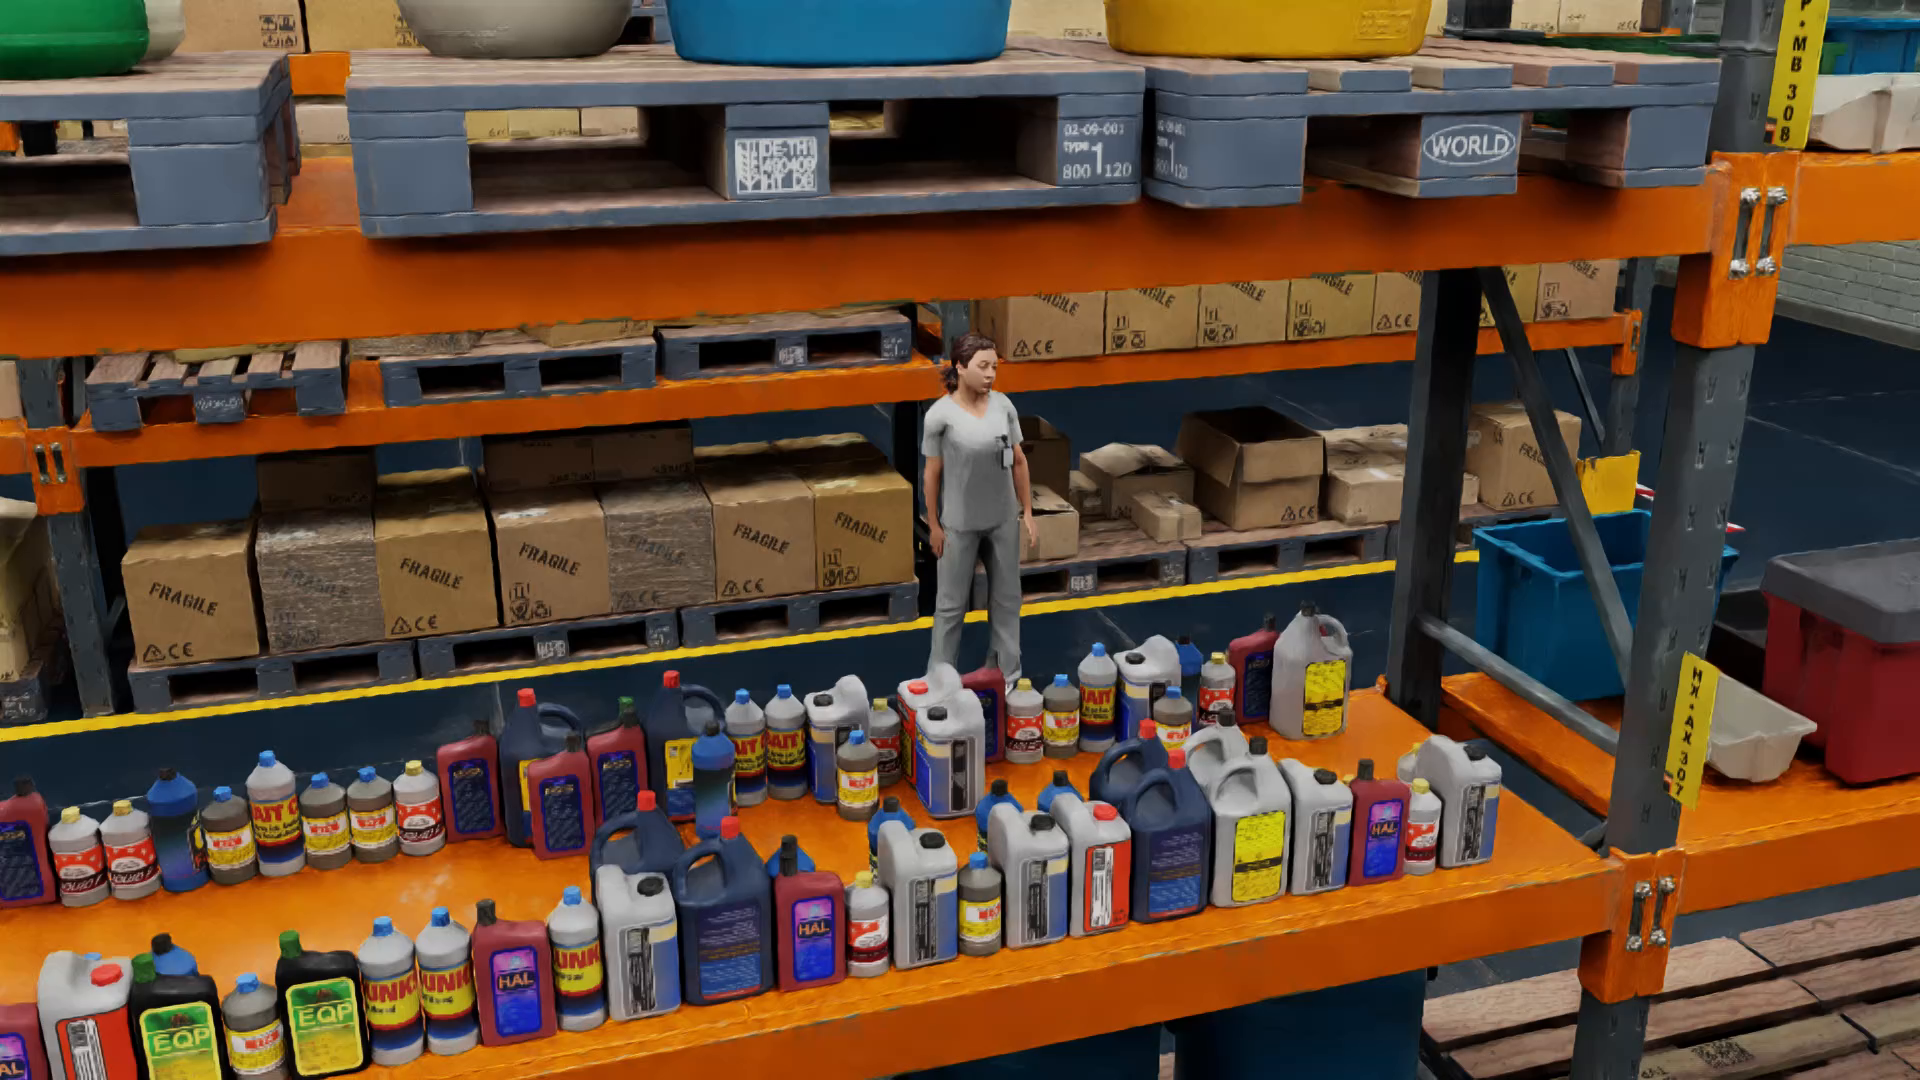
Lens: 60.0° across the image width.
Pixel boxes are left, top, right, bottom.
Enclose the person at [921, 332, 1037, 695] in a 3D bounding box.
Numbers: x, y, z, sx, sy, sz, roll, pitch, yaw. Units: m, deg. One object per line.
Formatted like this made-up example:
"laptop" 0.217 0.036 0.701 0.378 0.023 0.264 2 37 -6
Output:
"person" 0.074 -0.067 7.195 0.480 1.679 0.378 -7 21 -20
